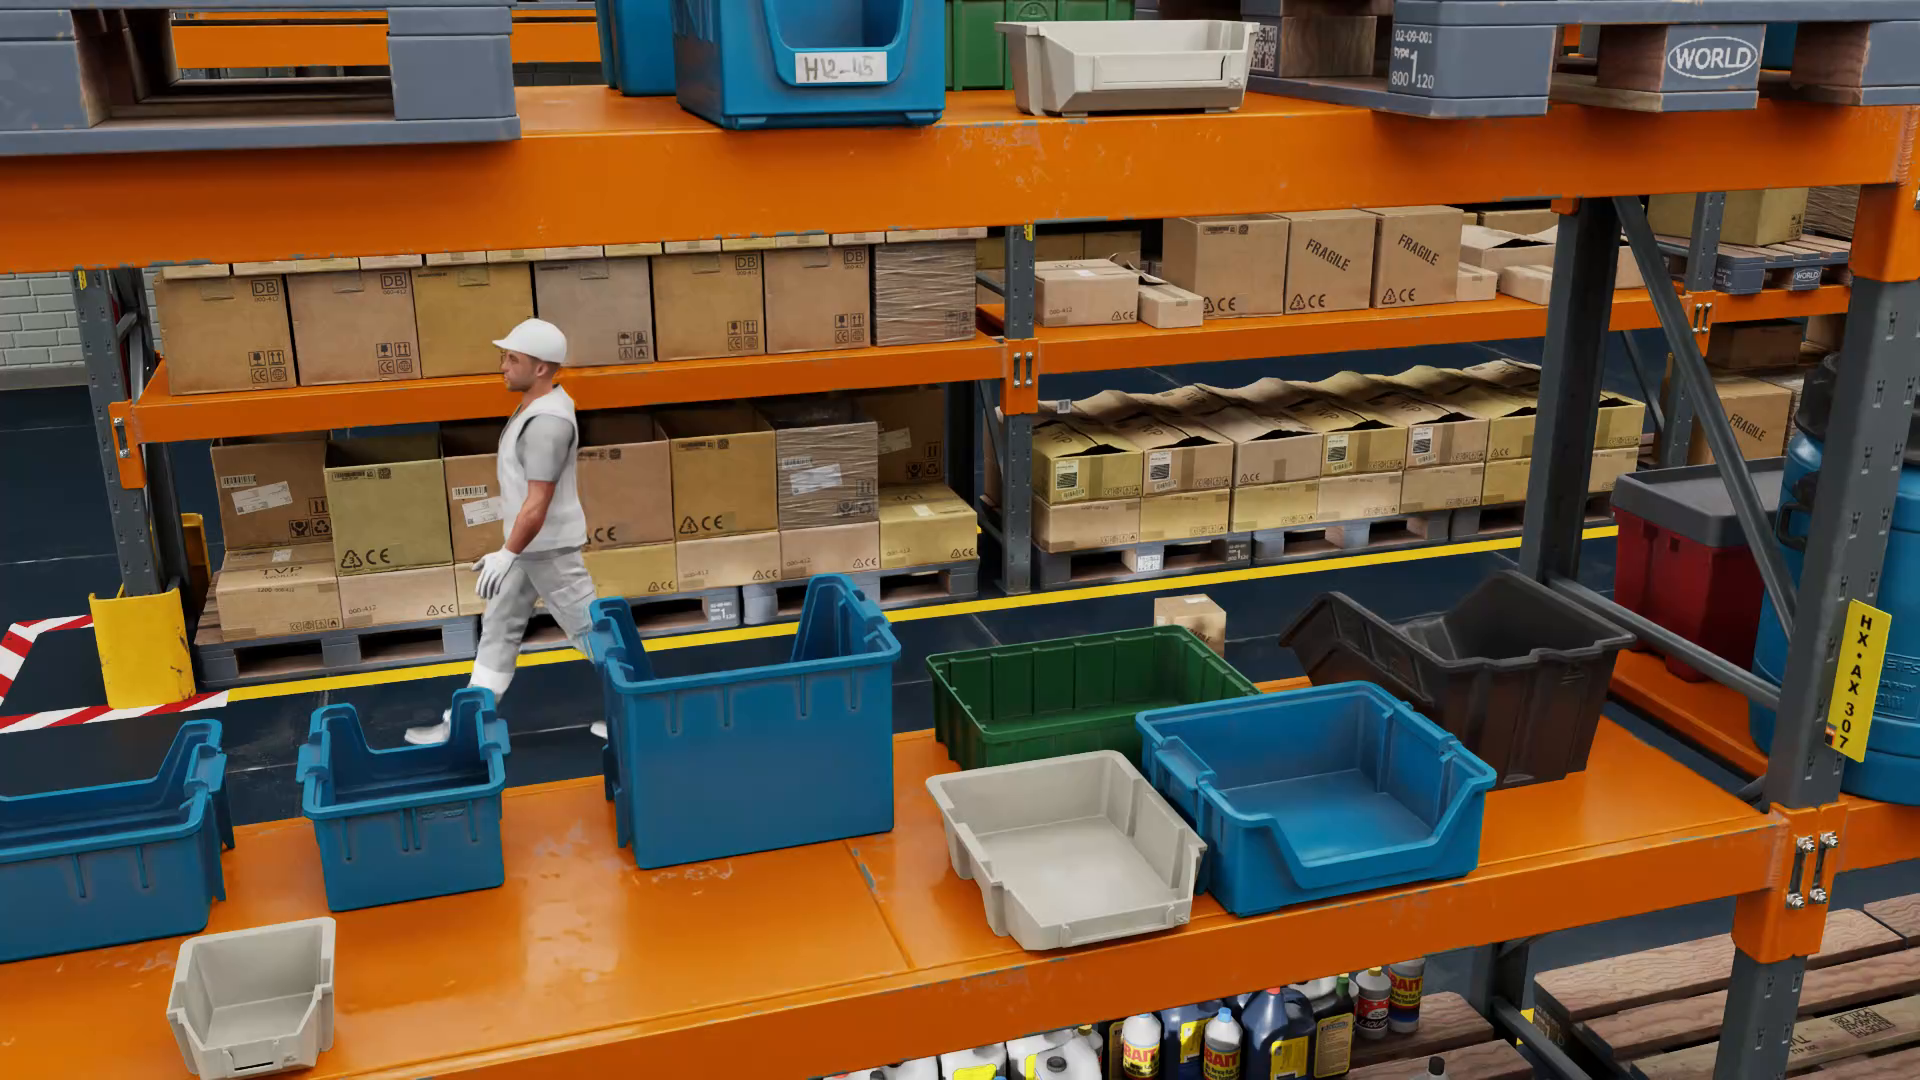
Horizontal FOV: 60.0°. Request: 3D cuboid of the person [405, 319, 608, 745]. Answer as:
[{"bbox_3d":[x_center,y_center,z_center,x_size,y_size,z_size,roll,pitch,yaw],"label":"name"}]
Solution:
[{"bbox_3d":[-1.709,0.012,6.464,1.020,1.734,0.587,-6,20,-18],"label":"person"}]
